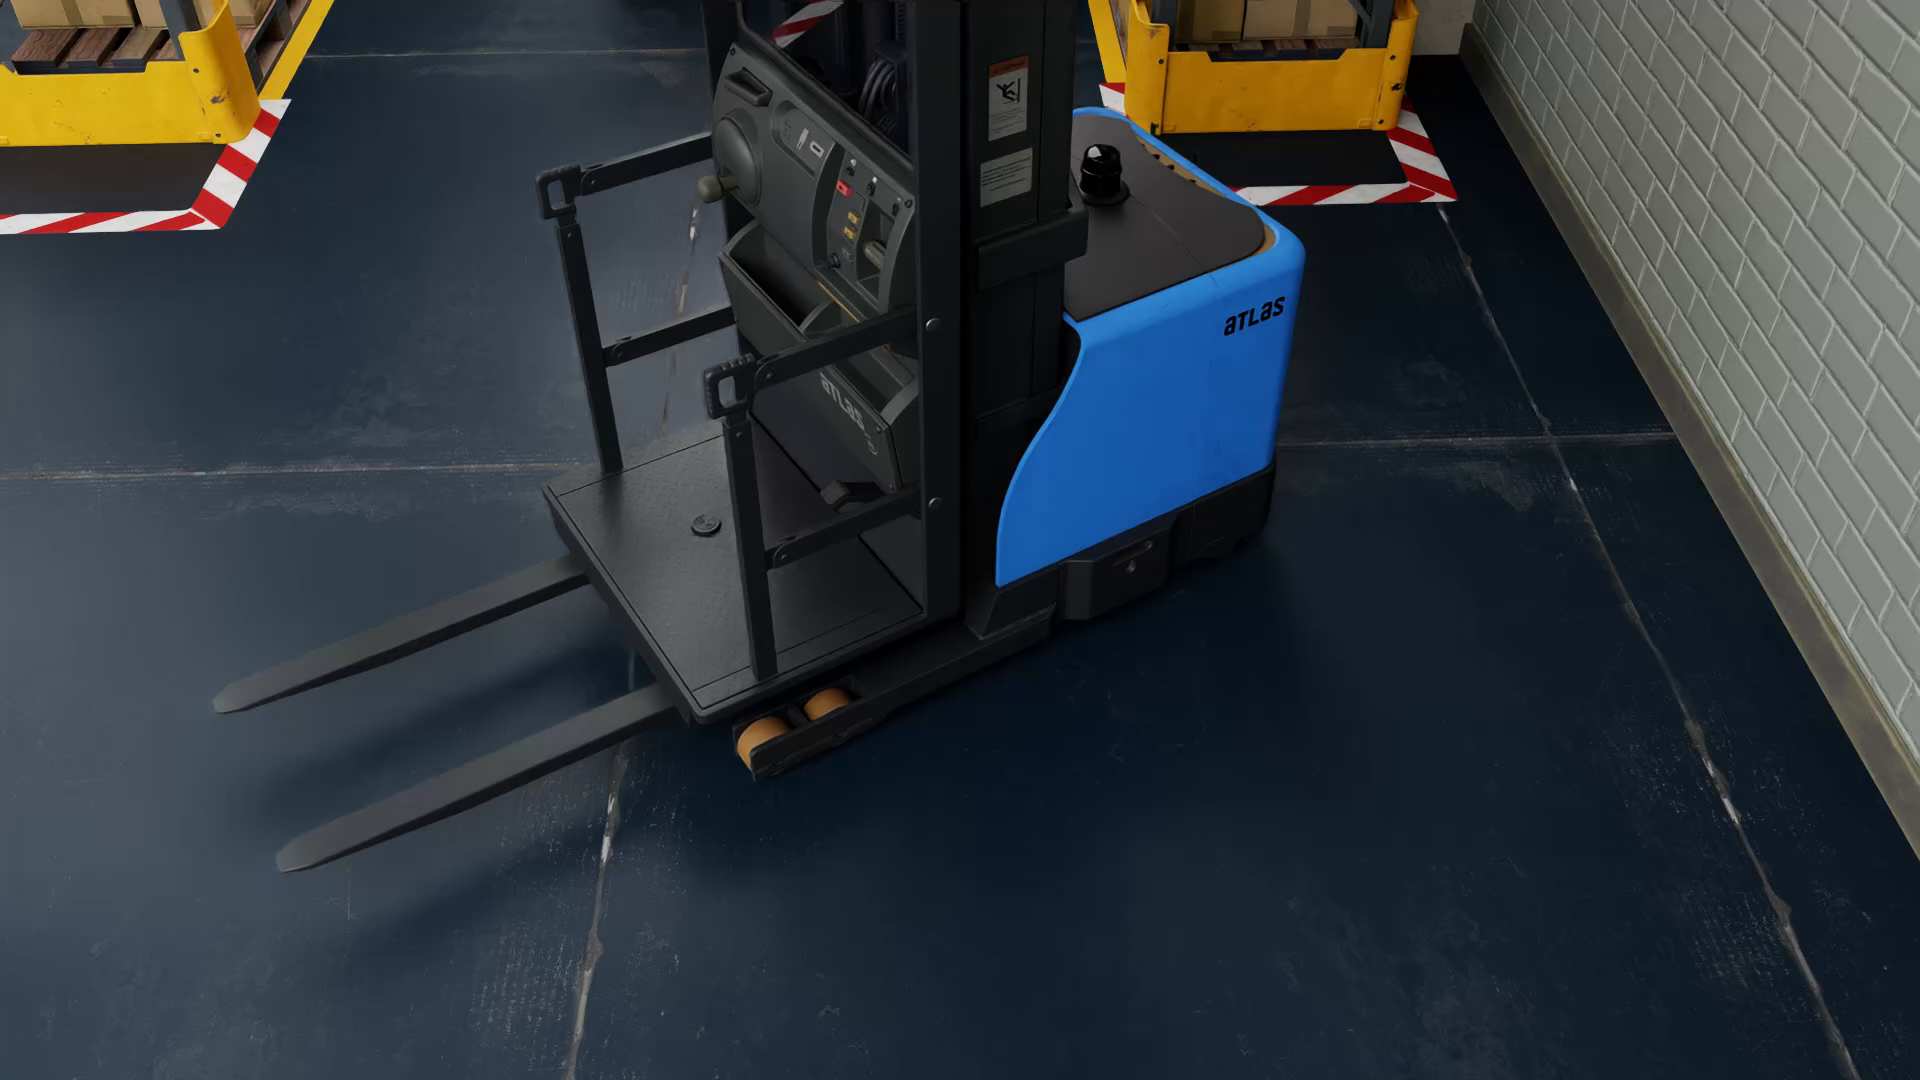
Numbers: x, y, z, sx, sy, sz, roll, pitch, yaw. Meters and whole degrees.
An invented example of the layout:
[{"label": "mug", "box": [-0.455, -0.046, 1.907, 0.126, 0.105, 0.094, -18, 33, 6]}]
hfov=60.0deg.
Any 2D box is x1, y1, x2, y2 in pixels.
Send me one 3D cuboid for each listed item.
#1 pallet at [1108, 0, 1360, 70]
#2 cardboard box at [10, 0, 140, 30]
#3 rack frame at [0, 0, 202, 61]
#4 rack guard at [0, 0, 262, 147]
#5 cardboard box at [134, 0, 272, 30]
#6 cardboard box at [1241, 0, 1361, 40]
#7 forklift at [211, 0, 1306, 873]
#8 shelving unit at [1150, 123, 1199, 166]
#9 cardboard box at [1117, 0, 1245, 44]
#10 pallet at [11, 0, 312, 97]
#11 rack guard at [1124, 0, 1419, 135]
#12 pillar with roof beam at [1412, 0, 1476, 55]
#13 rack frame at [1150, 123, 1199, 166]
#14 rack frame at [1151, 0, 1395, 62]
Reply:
[{"label": "pallet", "box": [1.239, -2.480, 7.799, 1.003, 0.211, 1.213, -2, 43, -2]}, {"label": "cardboard box", "box": [-3.950, -2.543, 7.529, 0.500, 0.250, 0.500, -2, 43, -2]}, {"label": "rack frame", "box": [-3.646, -2.848, 6.137, 1.000, 3.000, 0.127, -2, 43, -2]}, {"label": "rack guard", "box": [-3.649, -1.978, 7.038, 1.175, 0.500, 0.348, -2, 43, -2]}, {"label": "cardboard box", "box": [-3.404, -2.542, 7.527, 0.500, 0.250, 0.500, -2, 43, -2]}, {"label": "cardboard box", "box": [1.487, -2.471, 7.450, 0.500, 0.250, 0.500, -1, 43, -2]}, {"label": "forklift", "box": [-0.549, -0.846, 4.003, 3.031, 2.935, 1.130, -23, 47, -23]}, {"label": "shelving unit", "box": [0.602, -0.917, 5.584, 0.210, 0.900, 0.258, -24, 48, -24]}, {"label": "cardboard box", "box": [0.977, -2.442, 7.419, 0.500, 0.250, 0.500, -1, 43, -1]}, {"label": "pallet", "box": [-3.649, -2.421, 7.735, 1.003, 0.211, 1.213, -2, 43, -2]}, {"label": "rack guard", "box": [1.314, -2.055, 7.122, 1.175, 0.500, 0.348, -2, 43, -2]}, {"label": "pillar with roof beam", "box": [-2.117, -5.577, 4.674, 9.100, 9.000, 0.400, -2, 43, -2]}, {"label": "rack frame", "box": [0.687, -0.955, 5.625, 0.006, 0.900, 0.240, -24, 48, -24]}, {"label": "rack frame", "box": [1.313, -2.993, 6.295, 1.000, 3.000, 0.127, -2, 43, -2]}]
